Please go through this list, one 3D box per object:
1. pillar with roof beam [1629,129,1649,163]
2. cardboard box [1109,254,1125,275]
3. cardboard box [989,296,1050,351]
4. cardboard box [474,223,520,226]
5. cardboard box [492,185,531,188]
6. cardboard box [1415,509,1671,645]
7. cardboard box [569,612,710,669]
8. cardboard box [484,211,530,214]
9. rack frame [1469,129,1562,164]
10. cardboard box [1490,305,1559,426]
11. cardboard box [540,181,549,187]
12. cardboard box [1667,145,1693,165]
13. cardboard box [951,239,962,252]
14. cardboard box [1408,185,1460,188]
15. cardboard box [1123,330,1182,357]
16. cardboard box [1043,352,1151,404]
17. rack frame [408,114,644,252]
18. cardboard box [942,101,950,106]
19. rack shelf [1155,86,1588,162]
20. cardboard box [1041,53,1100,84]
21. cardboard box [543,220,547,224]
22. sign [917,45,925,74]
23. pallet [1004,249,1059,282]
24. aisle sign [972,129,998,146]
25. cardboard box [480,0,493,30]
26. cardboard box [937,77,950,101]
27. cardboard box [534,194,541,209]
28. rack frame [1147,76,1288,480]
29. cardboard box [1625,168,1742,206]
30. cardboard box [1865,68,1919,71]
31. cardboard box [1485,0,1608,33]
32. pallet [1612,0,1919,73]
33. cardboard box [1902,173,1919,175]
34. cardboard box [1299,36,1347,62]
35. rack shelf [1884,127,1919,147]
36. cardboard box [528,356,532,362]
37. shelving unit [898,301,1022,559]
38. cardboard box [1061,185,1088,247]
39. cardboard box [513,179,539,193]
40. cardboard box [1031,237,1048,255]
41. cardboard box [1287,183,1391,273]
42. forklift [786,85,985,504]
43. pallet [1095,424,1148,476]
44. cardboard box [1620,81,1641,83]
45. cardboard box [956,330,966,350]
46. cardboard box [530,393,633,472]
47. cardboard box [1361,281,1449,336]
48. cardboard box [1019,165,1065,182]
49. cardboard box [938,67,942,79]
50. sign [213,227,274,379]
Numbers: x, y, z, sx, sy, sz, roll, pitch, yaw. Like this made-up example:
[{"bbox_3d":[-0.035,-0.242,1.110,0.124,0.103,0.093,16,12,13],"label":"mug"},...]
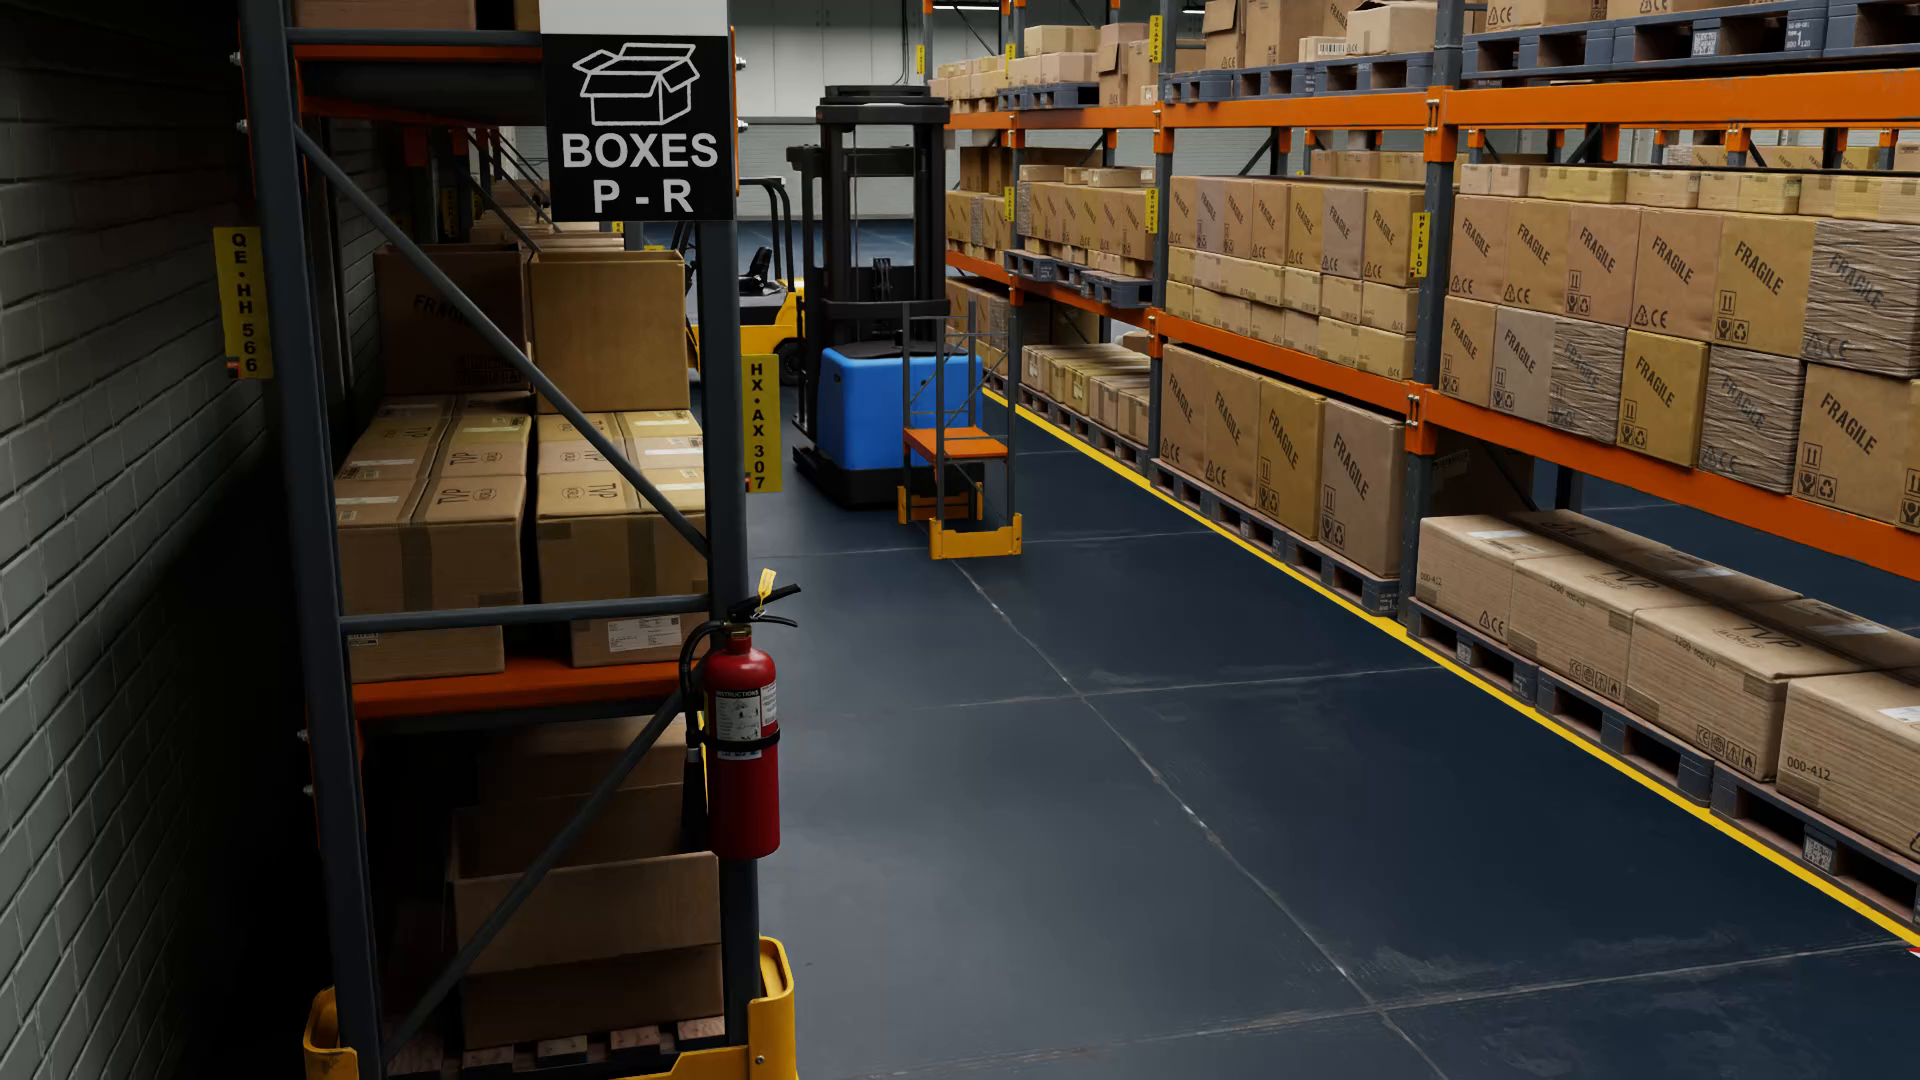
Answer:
[{"bbox_3d":[15.329,-13.268,46.273,9.100,9.000,0.548,-3,14,-13],"label":"pillar with roof beam"},{"bbox_3d":[1.405,-2.202,13.263,0.380,0.149,0.250,-3,14,-14],"label":"cardboard box"},{"bbox_3d":[0.608,-2.221,17.025,0.500,0.500,0.500,-3,14,-14],"label":"cardboard box"},{"bbox_3d":[-3.447,-2.264,12.295,0.380,0.149,0.250,-4,14,-14],"label":"cardboard box"},{"bbox_3d":[-4.454,-3.451,16.529,0.380,0.149,0.250,-3,14,-14],"label":"cardboard box"},{"bbox_3d":[2.930,0.170,8.423,0.875,0.438,0.875,-3,14,-14],"label":"cardboard box"},{"bbox_3d":[-0.809,0.210,4.276,0.380,0.149,0.250,-3,14,-14],"label":"cardboard box"},{"bbox_3d":[-3.872,-2.737,14.233,0.380,0.149,0.250,-3,14,-13],"label":"cardboard box"},{"bbox_3d":[5.795,-3.166,17.565,1.000,3.000,0.127,-3,14,-13],"label":"rack frame"},{"bbox_3d":[2.856,-0.830,7.795,0.500,0.500,0.500,-3,14,-13],"label":"cardboard box"},{"bbox_3d":[-4.305,-3.774,17.848,0.380,0.149,0.250,-3,14,-13],"label":"cardboard box"},{"bbox_3d":[9.565,-4.878,21.631,0.500,0.500,0.500,-3,14,-13],"label":"cardboard box"},{"bbox_3d":[0.112,-3.335,18.788,0.380,0.149,0.250,-3,14,-12],"label":"cardboard box"},{"bbox_3d":[2.916,-1.789,9.611,0.500,0.500,0.500,-3,14,-14],"label":"cardboard box"},{"bbox_3d":[2.079,-1.977,17.959,0.500,0.500,0.500,7,15,26],"label":"cardboard box"},{"bbox_3d":[1.305,-1.508,15.430,0.950,0.372,0.625,-2,14,-10],"label":"cardboard box"},{"bbox_3d":[-1.937,-0.744,7.650,1.000,3.000,0.127,-3,14,-13],"label":"rack frame"},{"bbox_3d":[0.008,-4.911,18.918,0.380,0.149,0.250,-3,14,-12],"label":"cardboard box"},{"bbox_3d":[2.417,-2.590,10.404,1.077,0.370,4.000,-3,14,-13],"label":"rack shelf"},{"bbox_3d":[1.015,-4.066,14.360,0.500,0.250,0.500,-3,14,-14],"label":"cardboard box"},{"bbox_3d":[-2.976,-2.355,12.670,0.380,0.149,0.250,-3,14,-13],"label":"cardboard box"},{"bbox_3d":[-0.459,-5.641,19.534,0.100,0.325,0.005,-3,14,-13],"label":"sign"},{"bbox_3d":[1.046,-2.589,15.608,1.003,0.211,1.213,-3,14,-13],"label":"pallet"},{"bbox_3d":[0.336,-5.083,19.933,0.394,0.787,0.004,-3,14,-13],"label":"aisle sign"},{"bbox_3d":[-1.471,-1.398,4.537,0.380,0.149,0.250,-4,14,-15],"label":"cardboard box"},{"bbox_3d":[0.036,-5.071,18.730,0.500,0.250,0.500,-3,14,-14],"label":"cardboard box"},{"bbox_3d":[-4.755,-3.671,18.054,0.380,0.149,0.250,-4,14,-14],"label":"cardboard box"},{"bbox_3d":[1.947,-1.944,12.563,1.000,3.000,0.127,-3,14,-13],"label":"rack frame"},{"bbox_3d":[3.057,-1.491,7.027,0.380,0.149,0.250,-3,14,-13],"label":"cardboard box"},{"bbox_3d":[6.857,-3.372,11.879,0.500,0.500,0.500,-3,14,-13],"label":"cardboard box"},{"bbox_3d":[2.820,-2.632,7.753,0.500,0.500,0.500,-3,14,-12],"label":"cardboard box"},{"bbox_3d":[3.351,-1.965,6.516,1.003,0.211,1.213,-3,14,-13],"label":"pallet"},{"bbox_3d":[3.739,-1.285,6.183,0.380,0.149,0.250,-3,14,-13],"label":"cardboard box"},{"bbox_3d":[2.297,-2.997,10.159,0.380,0.166,0.250,-2,14,-8],"label":"cardboard box"},{"bbox_3d":[11.110,-4.065,16.442,1.077,0.370,4.000,-3,14,-13],"label":"rack shelf"},{"bbox_3d":[-1.959,-0.571,6.632,0.500,0.250,0.500,-3,14,-14],"label":"cardboard box"},{"bbox_3d":[-0.018,-0.746,10.821,0.587,1.500,1.083,-3,14,-13],"label":"shelving unit"},{"bbox_3d":[1.191,-2.791,14.310,0.500,0.500,0.500,-4,14,-15],"label":"cardboard box"},{"bbox_3d":[-4.885,-3.931,18.491,0.380,0.149,0.250,-4,14,-14],"label":"cardboard box"},{"bbox_3d":[0.880,-2.745,15.488,0.380,0.149,0.250,-3,14,-12],"label":"cardboard box"},{"bbox_3d":[2.309,-1.881,9.990,0.500,0.500,0.500,-3,14,-11],"label":"cardboard box"},{"bbox_3d":[-0.710,-1.983,12.868,1.130,2.935,3.031,-4,14,-15],"label":"forklift"},{"bbox_3d":[1.765,-0.770,13.632,1.003,0.211,1.213,-3,14,-13],"label":"pallet"},{"bbox_3d":[6.421,-4.440,15.553,0.500,0.311,0.500,-4,14,-15],"label":"cardboard box"},{"bbox_3d":[0.242,-2.213,18.573,0.500,0.250,0.500,-2,14,-9],"label":"cardboard box"},{"bbox_3d":[-1.224,-0.362,5.778,0.500,0.250,0.500,-4,14,-15],"label":"cardboard box"},{"bbox_3d":[2.547,-1.279,9.106,0.500,0.250,0.500,-3,14,-13],"label":"cardboard box"},{"bbox_3d":[0.774,-3.451,15.641,0.380,0.149,0.250,-3,14,-13],"label":"cardboard box"},{"bbox_3d":[-0.047,-5.419,19.314,0.380,0.149,0.250,-3,14,-14],"label":"cardboard box"},{"bbox_3d":[-1.542,-0.510,3.591,0.100,0.325,0.005,-3,14,-13],"label":"sign"}]
